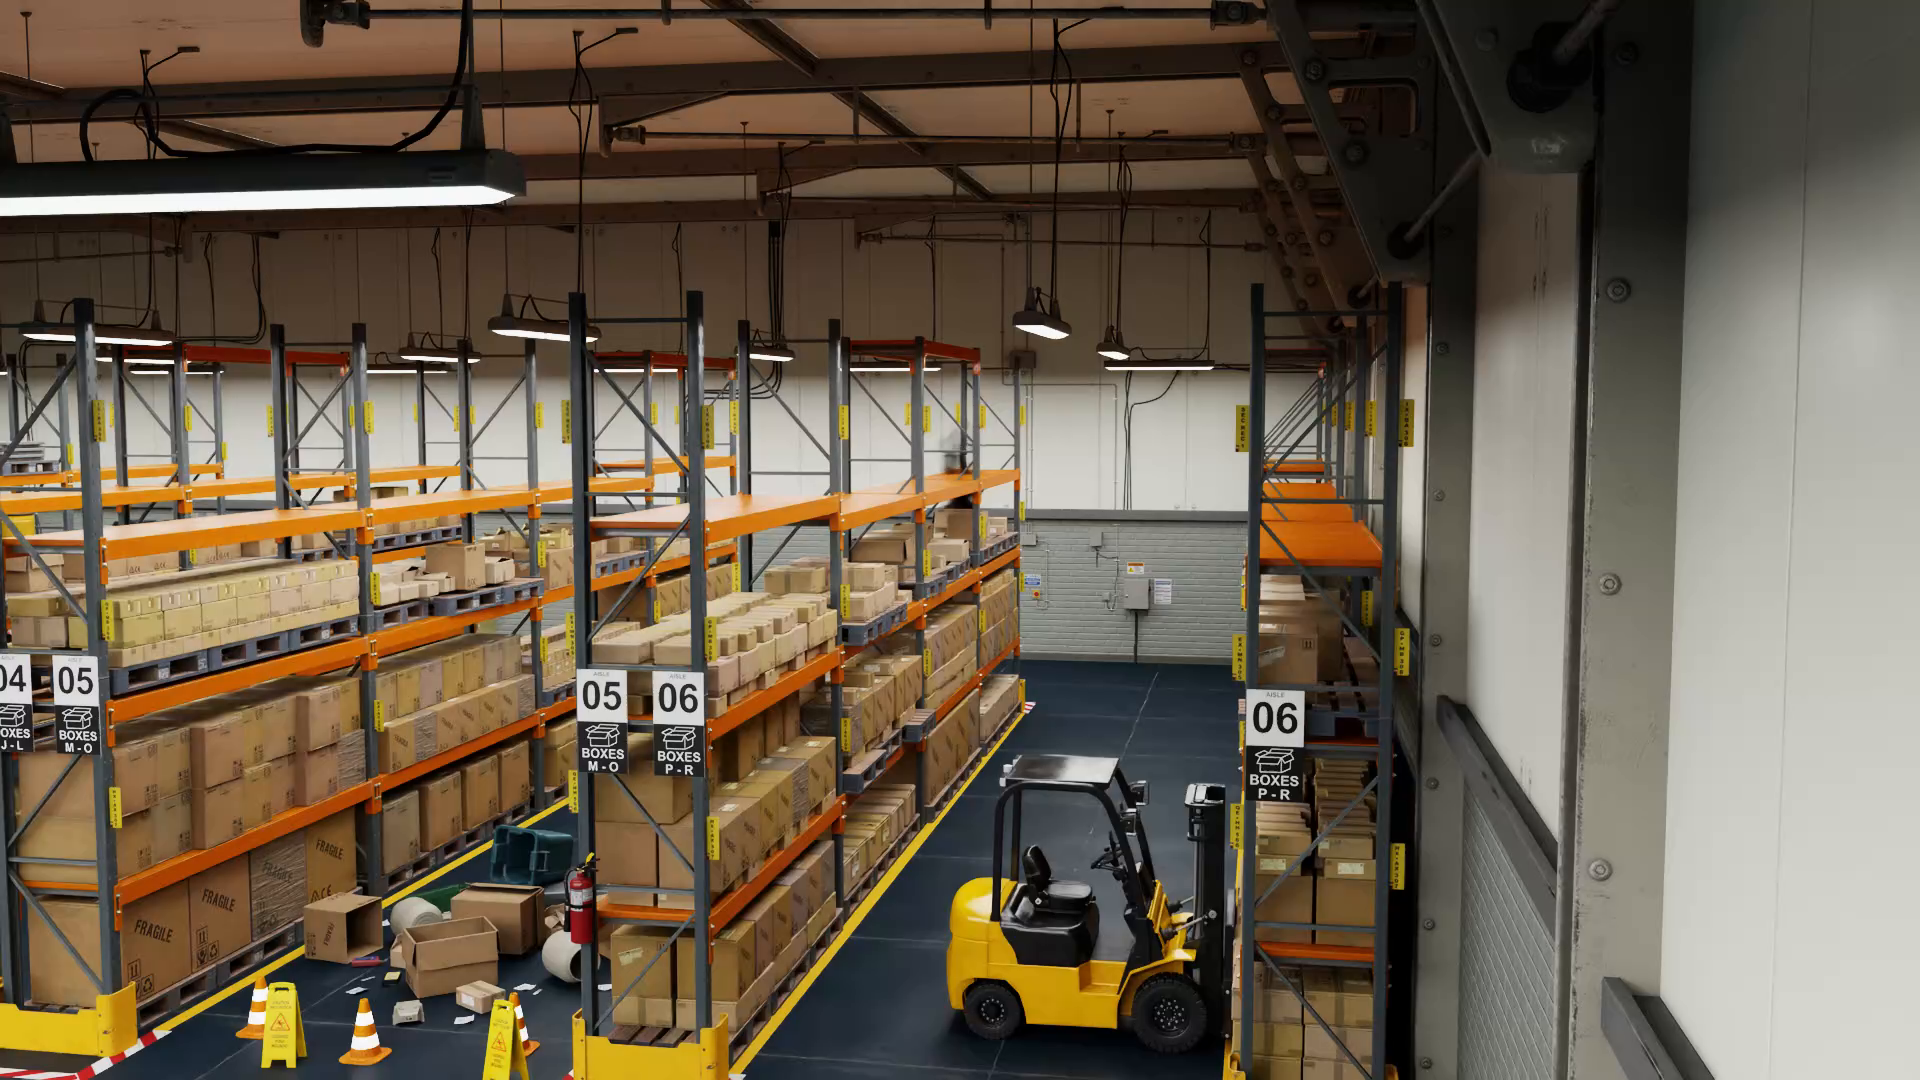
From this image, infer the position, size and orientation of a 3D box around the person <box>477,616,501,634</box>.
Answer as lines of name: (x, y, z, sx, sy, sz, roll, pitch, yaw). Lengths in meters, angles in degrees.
person: (-8.957, 1.808, 31.471, 0.793, 1.725, 0.549, 3, 6, 35)
